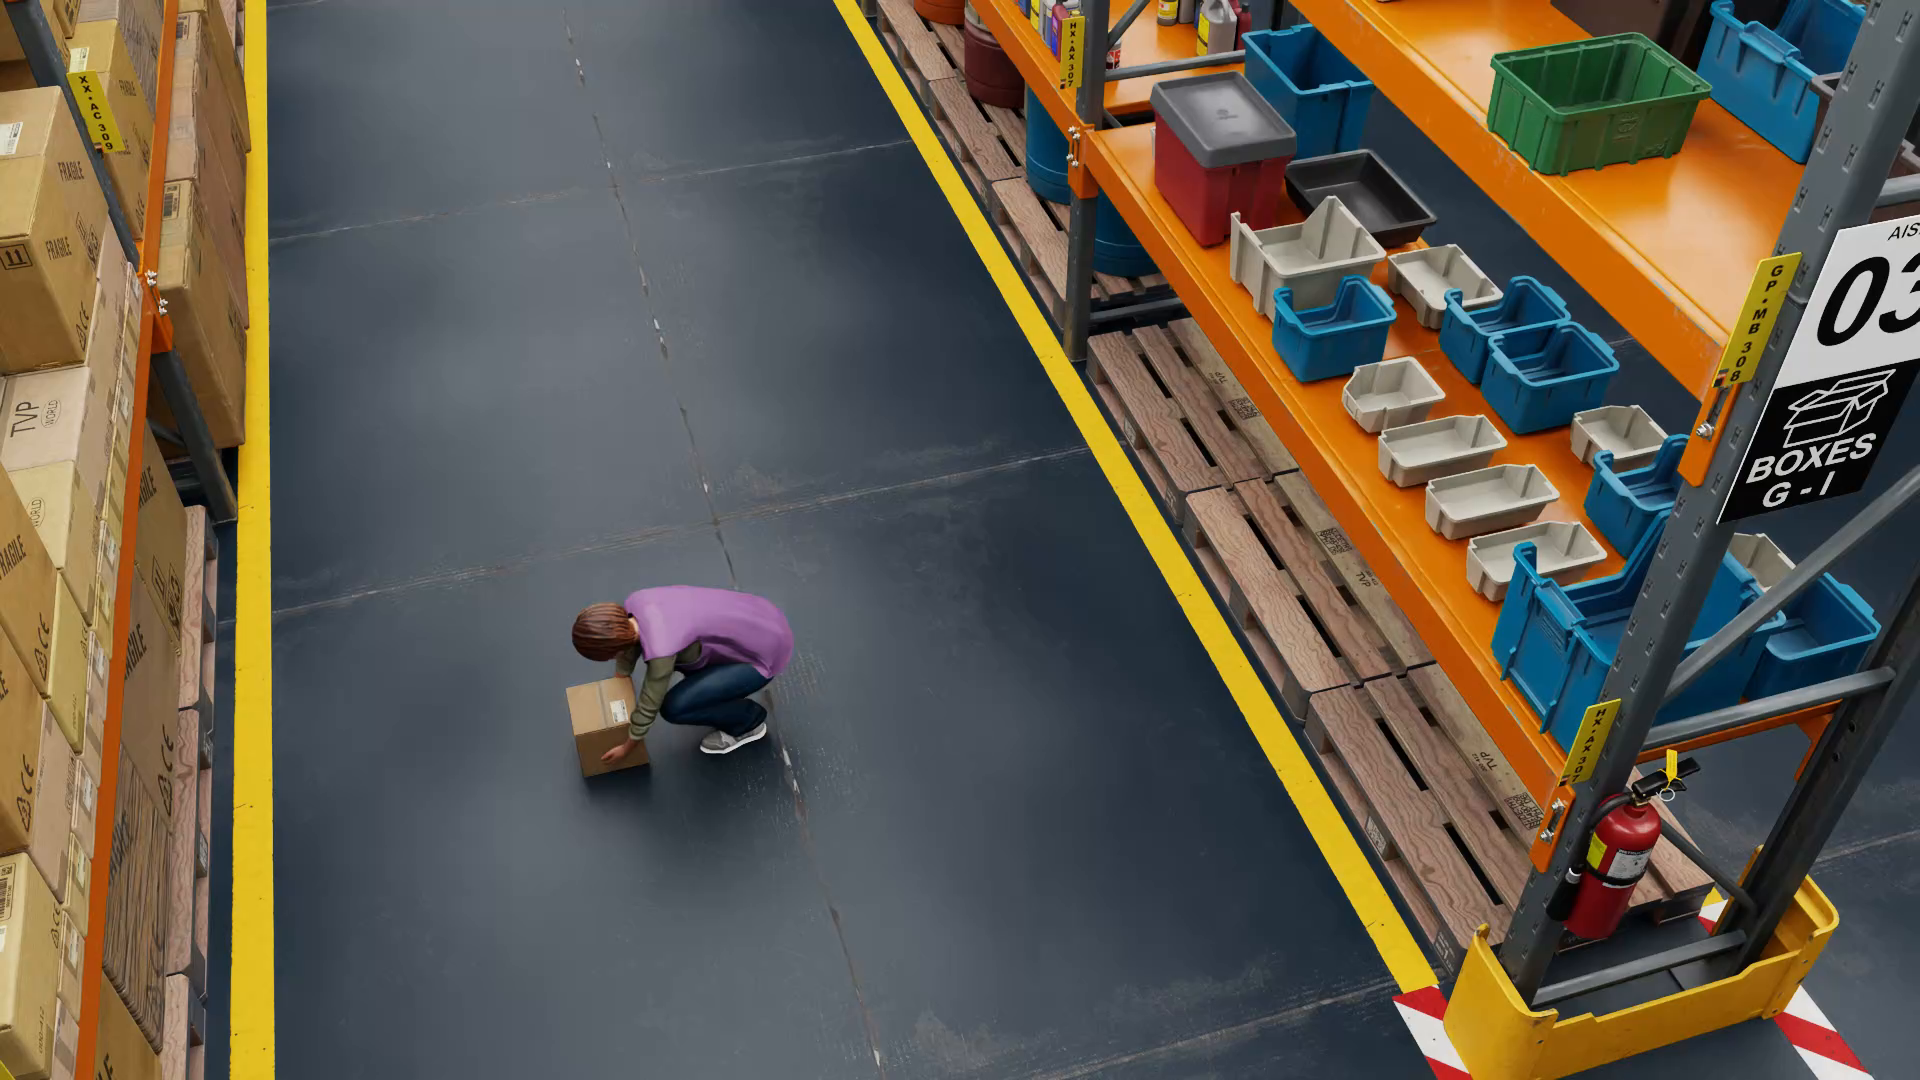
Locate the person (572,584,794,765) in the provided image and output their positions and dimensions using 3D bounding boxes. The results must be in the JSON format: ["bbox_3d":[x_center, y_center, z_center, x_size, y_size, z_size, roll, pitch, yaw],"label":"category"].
[{"bbox_3d":[-1.021,0.457,6.272,0.802,0.792,0.431,-12,44,-13],"label":"person"}]
